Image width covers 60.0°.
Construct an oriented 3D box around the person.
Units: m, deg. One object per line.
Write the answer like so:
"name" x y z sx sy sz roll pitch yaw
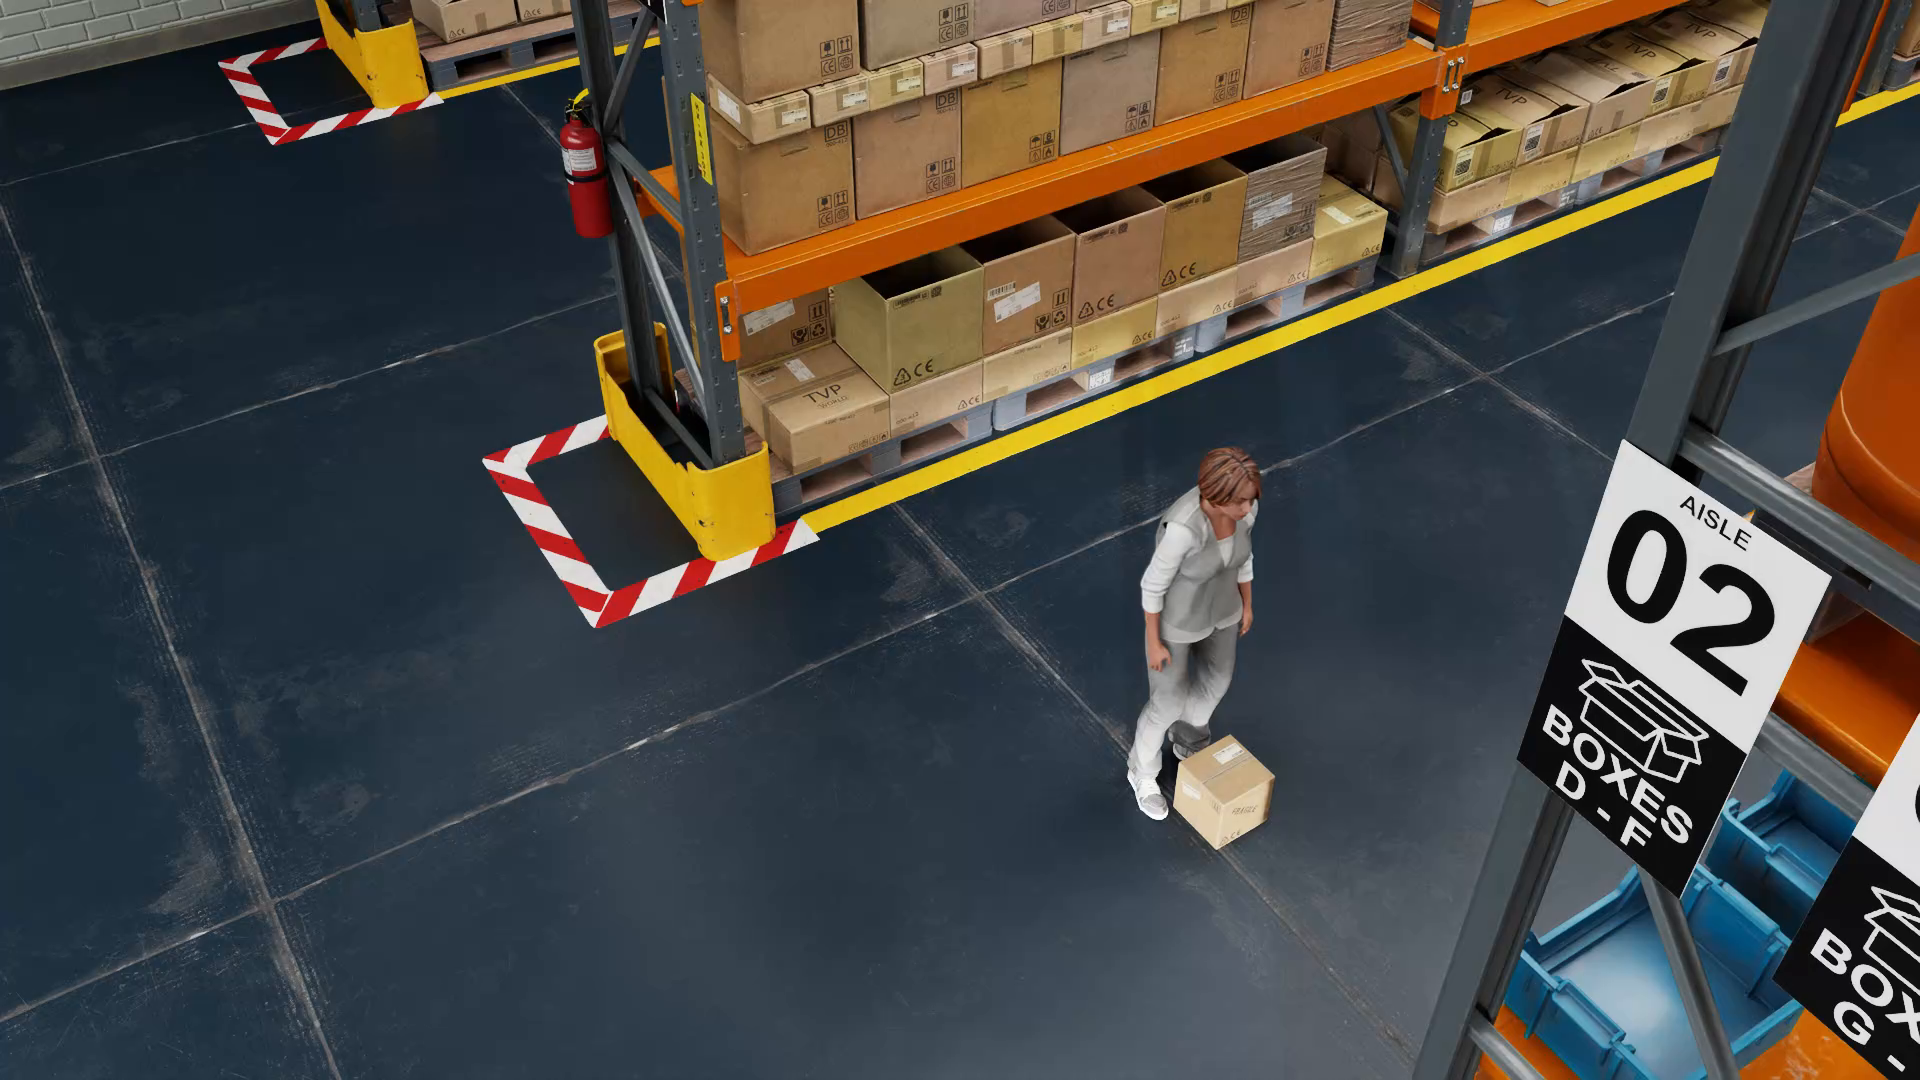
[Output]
"person" 0.828 0.292 5.835 0.461 1.592 0.343 -23 46 -24
